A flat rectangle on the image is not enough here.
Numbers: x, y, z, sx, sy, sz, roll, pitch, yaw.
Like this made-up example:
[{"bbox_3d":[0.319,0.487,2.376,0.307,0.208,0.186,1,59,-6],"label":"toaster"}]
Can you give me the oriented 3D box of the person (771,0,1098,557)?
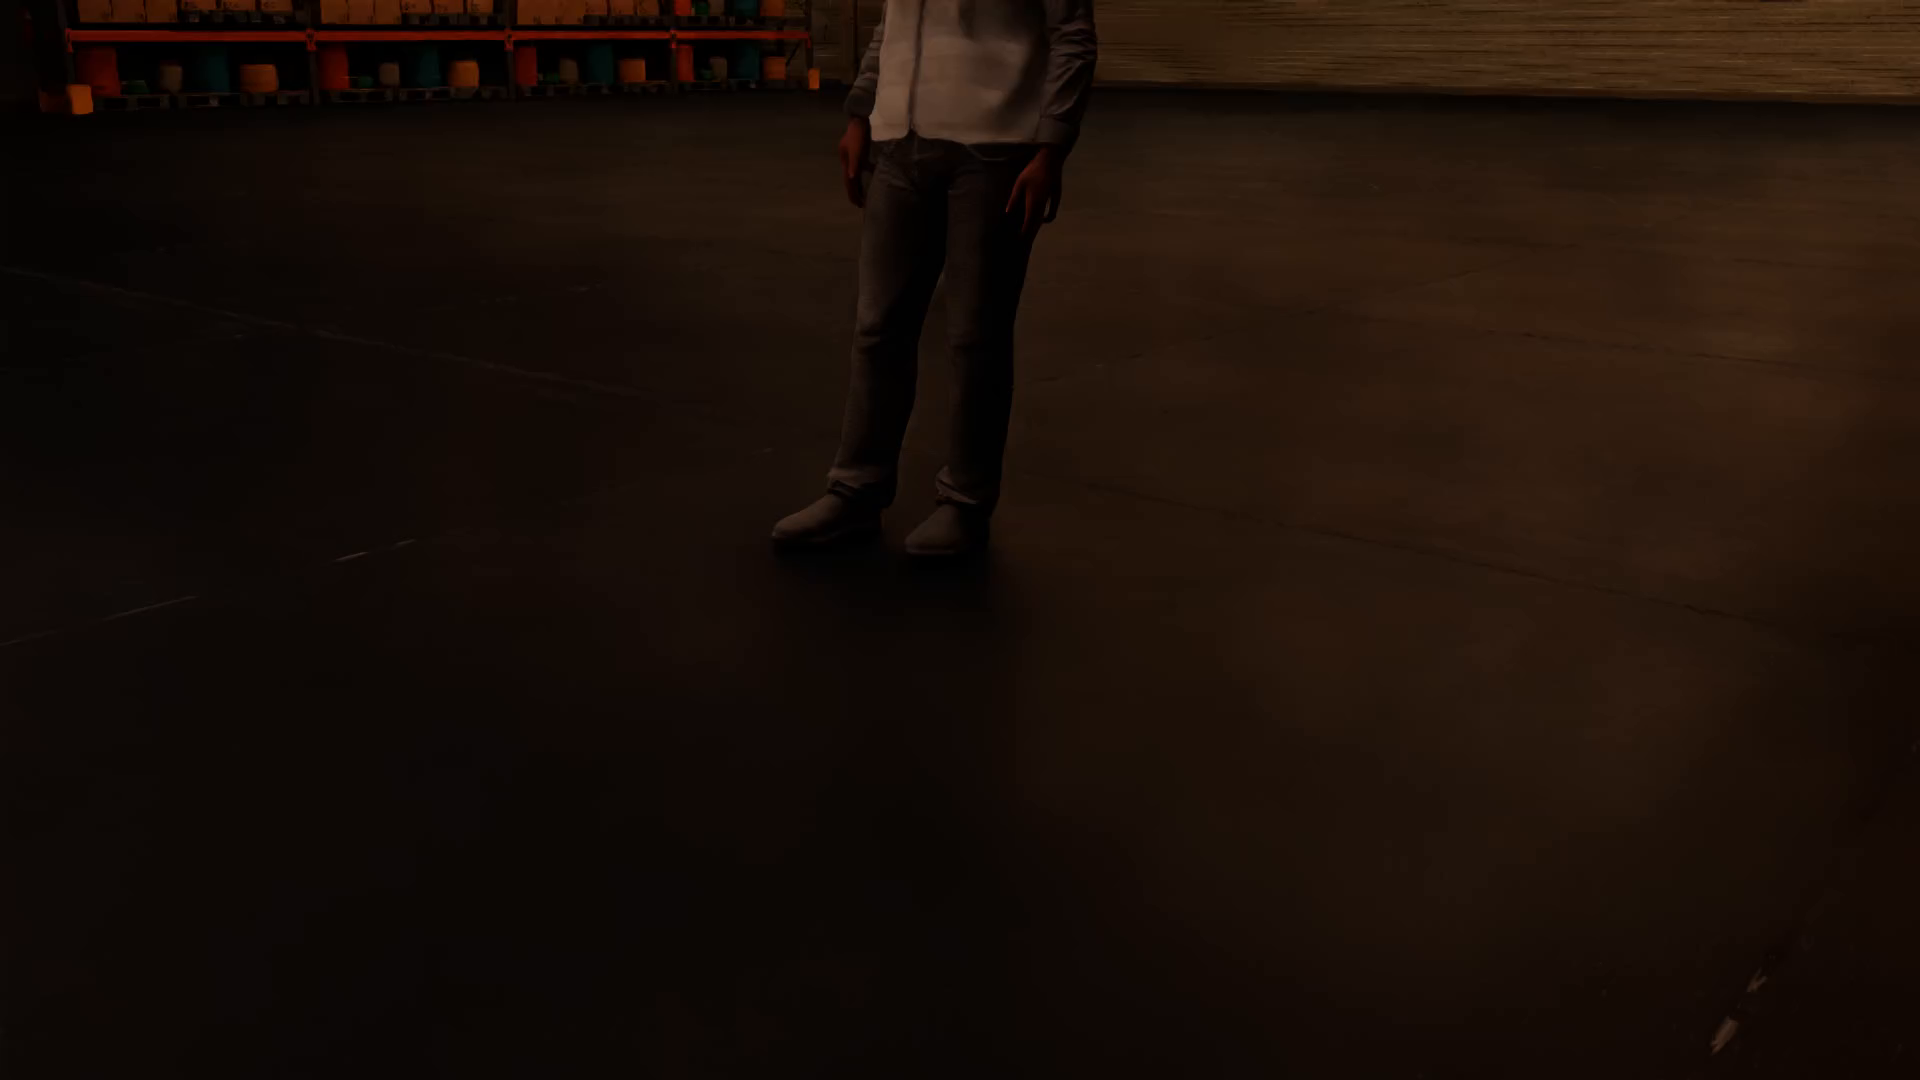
[{"bbox_3d":[-0.046,-0.843,3.641,0.632,1.773,0.567,13,21,37],"label":"person"}]
